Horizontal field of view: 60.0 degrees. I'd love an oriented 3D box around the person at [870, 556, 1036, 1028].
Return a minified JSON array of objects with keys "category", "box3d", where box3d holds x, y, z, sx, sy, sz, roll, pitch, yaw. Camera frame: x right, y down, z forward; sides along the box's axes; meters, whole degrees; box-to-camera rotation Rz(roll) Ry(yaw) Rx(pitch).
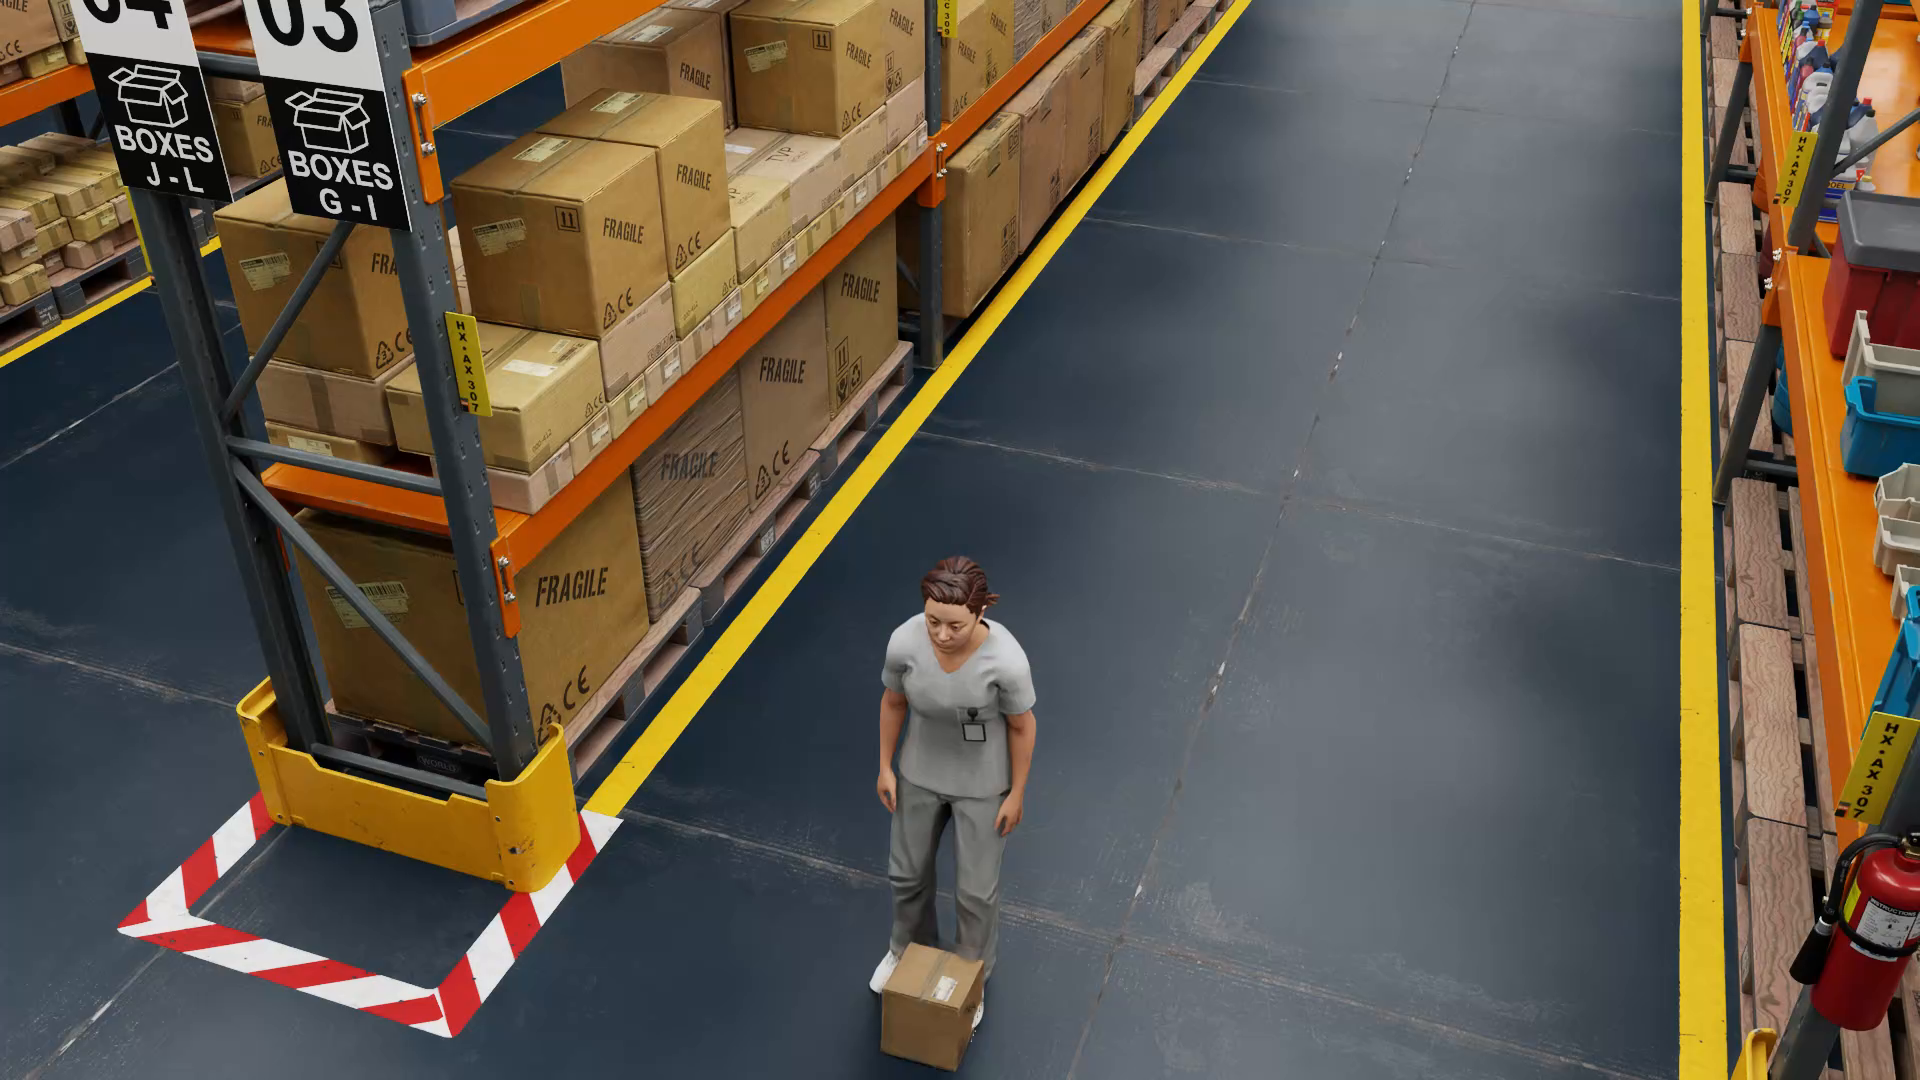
[{"category":"person","box3d":[-0.030,0.749,5.004,0.487,1.673,0.415,10,35,15]}]
